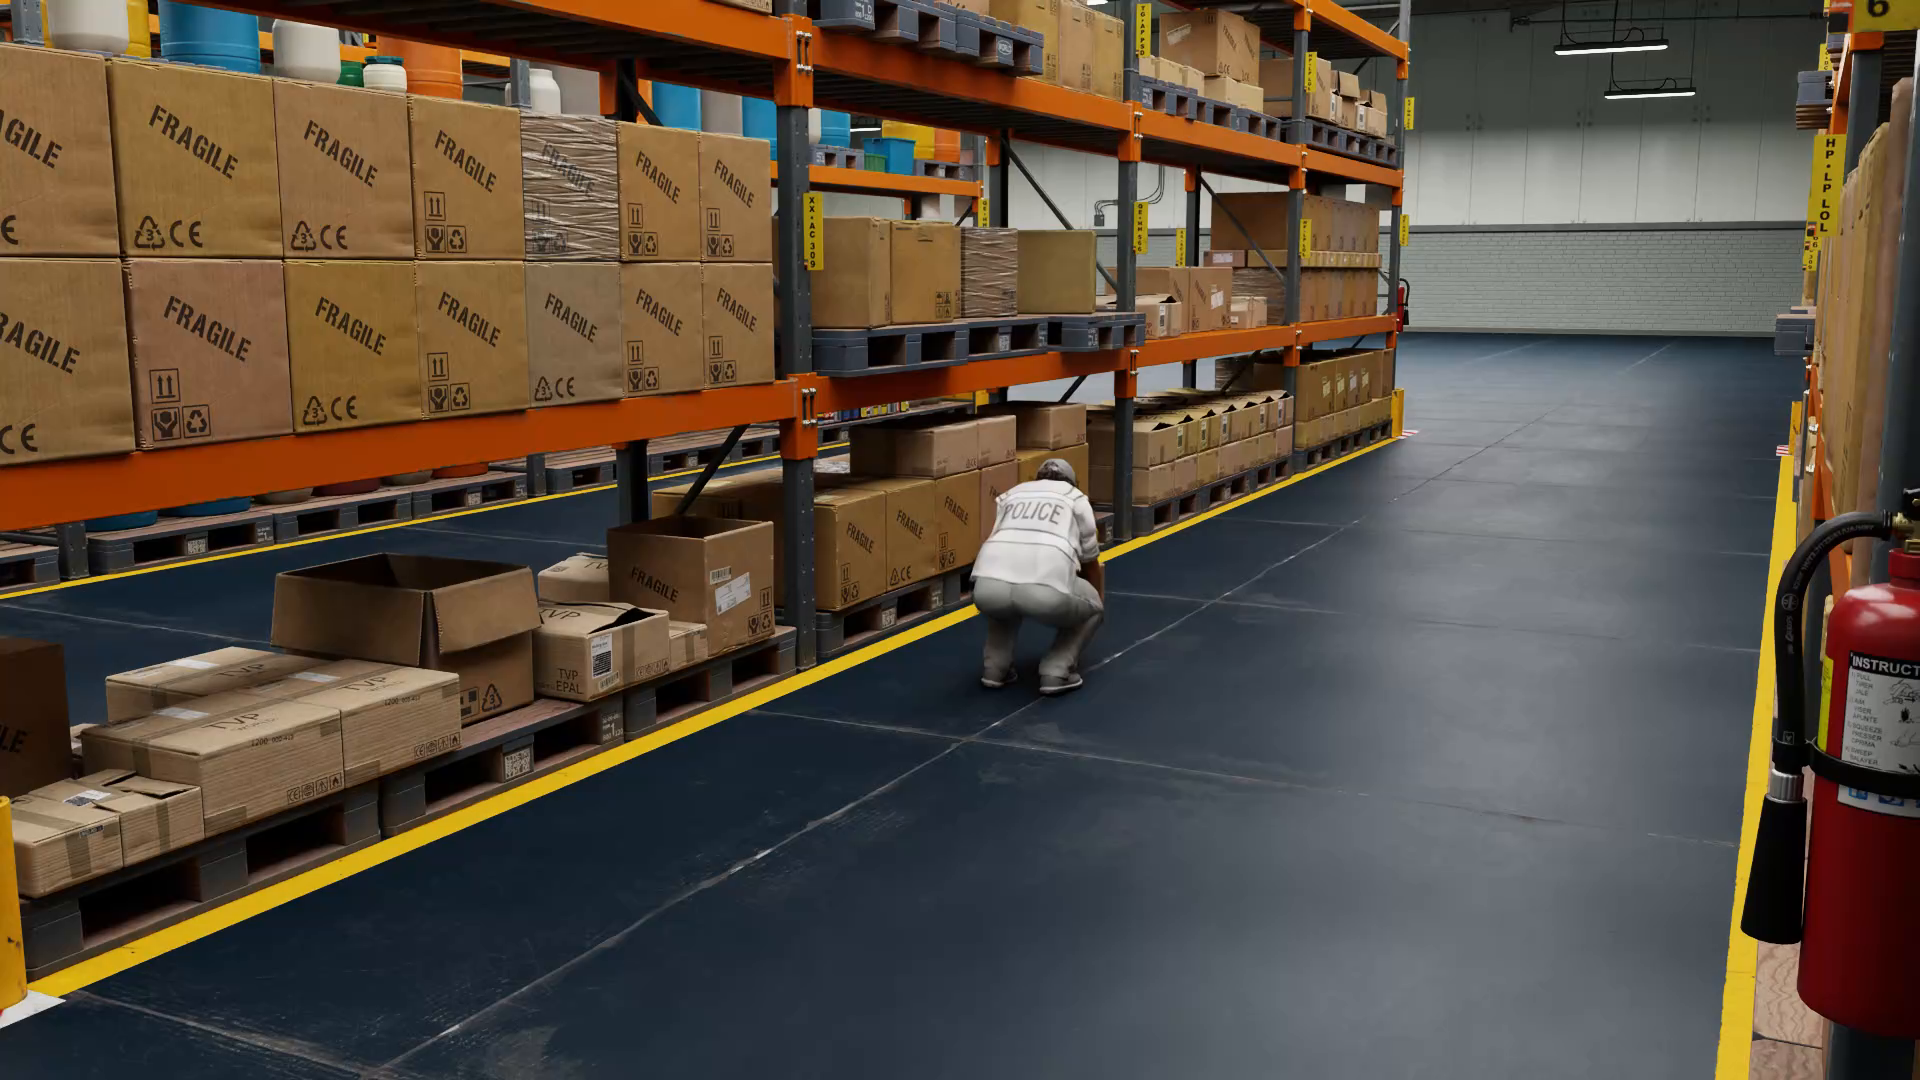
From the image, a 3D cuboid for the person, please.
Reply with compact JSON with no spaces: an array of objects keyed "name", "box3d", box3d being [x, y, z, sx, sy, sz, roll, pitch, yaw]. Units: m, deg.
[{"name":"person","box3d":[0.350,0.151,7.210,0.507,0.953,0.872,4,10,23]}]
